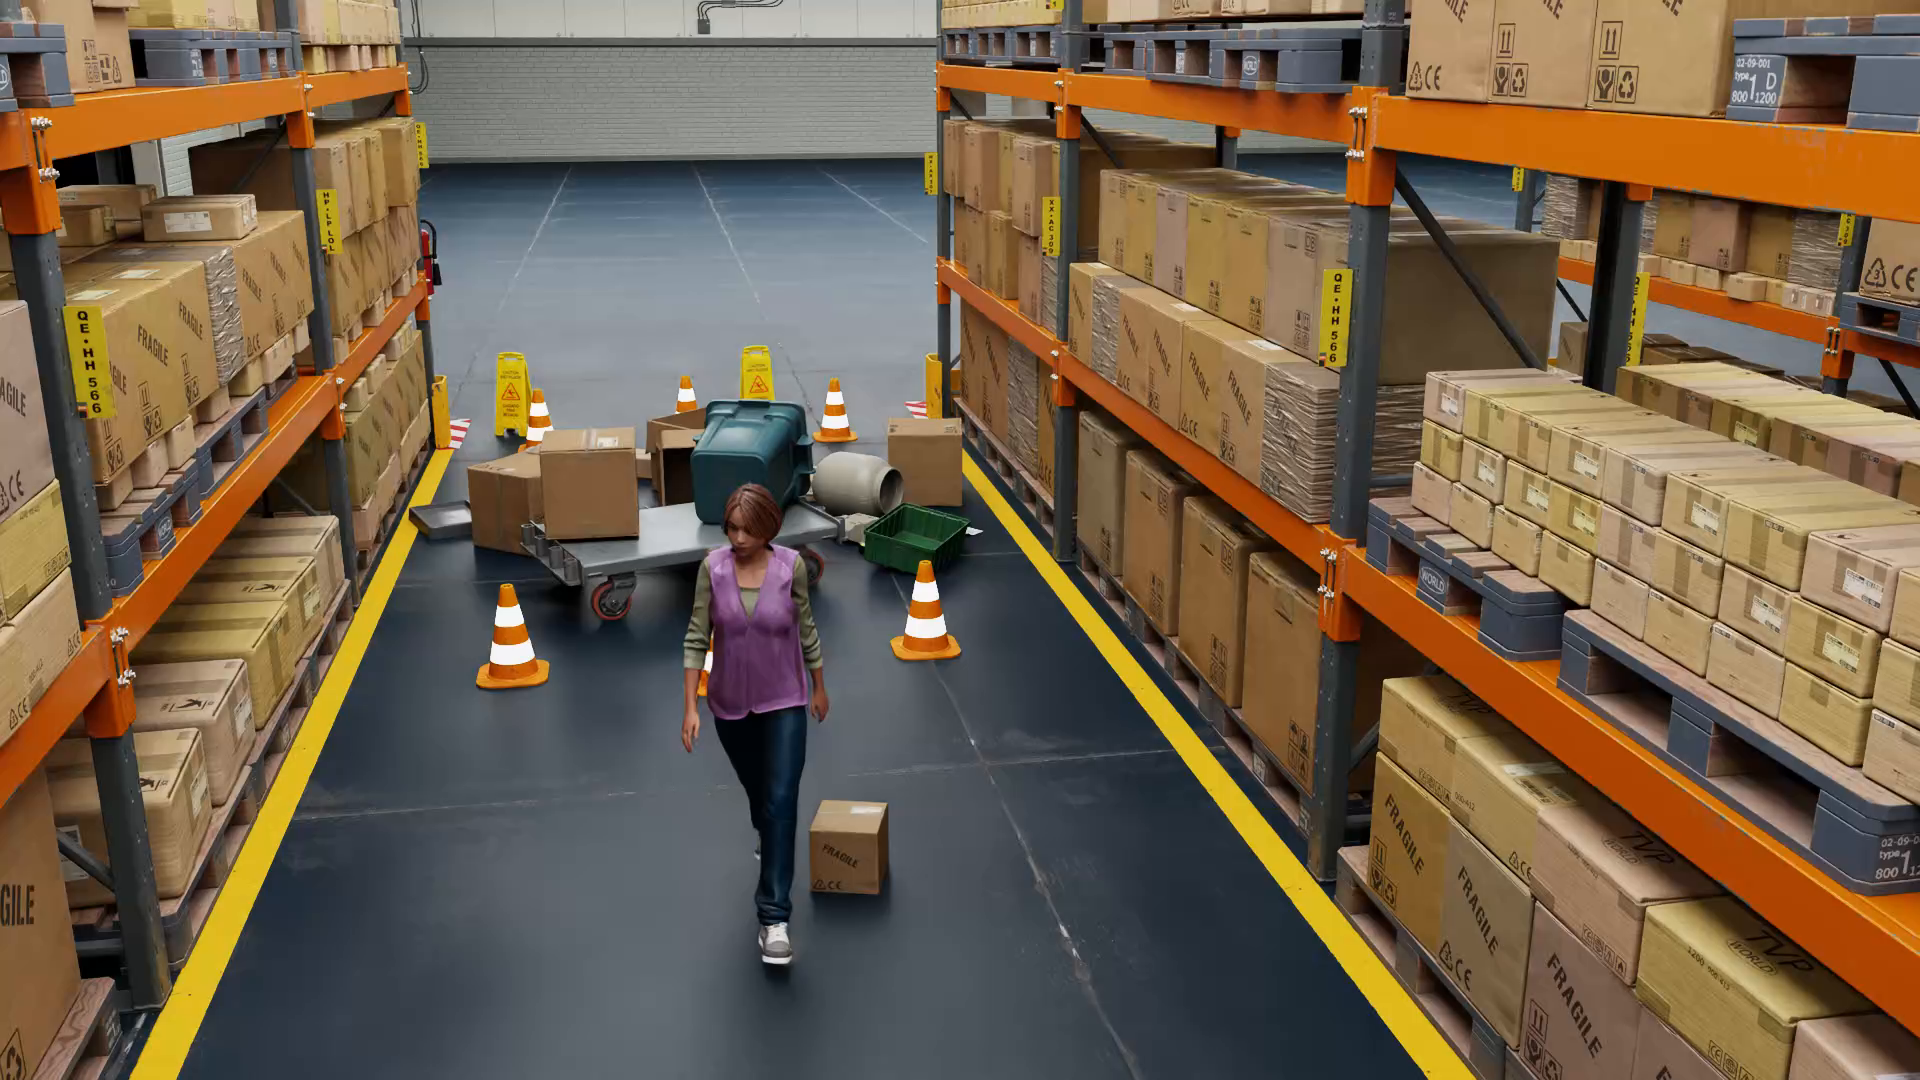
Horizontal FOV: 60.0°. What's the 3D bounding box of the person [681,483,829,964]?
[{"bbox_3d":[-0.706,0.555,5.690,0.457,1.531,0.977,1,17,4],"label":"person"}]
